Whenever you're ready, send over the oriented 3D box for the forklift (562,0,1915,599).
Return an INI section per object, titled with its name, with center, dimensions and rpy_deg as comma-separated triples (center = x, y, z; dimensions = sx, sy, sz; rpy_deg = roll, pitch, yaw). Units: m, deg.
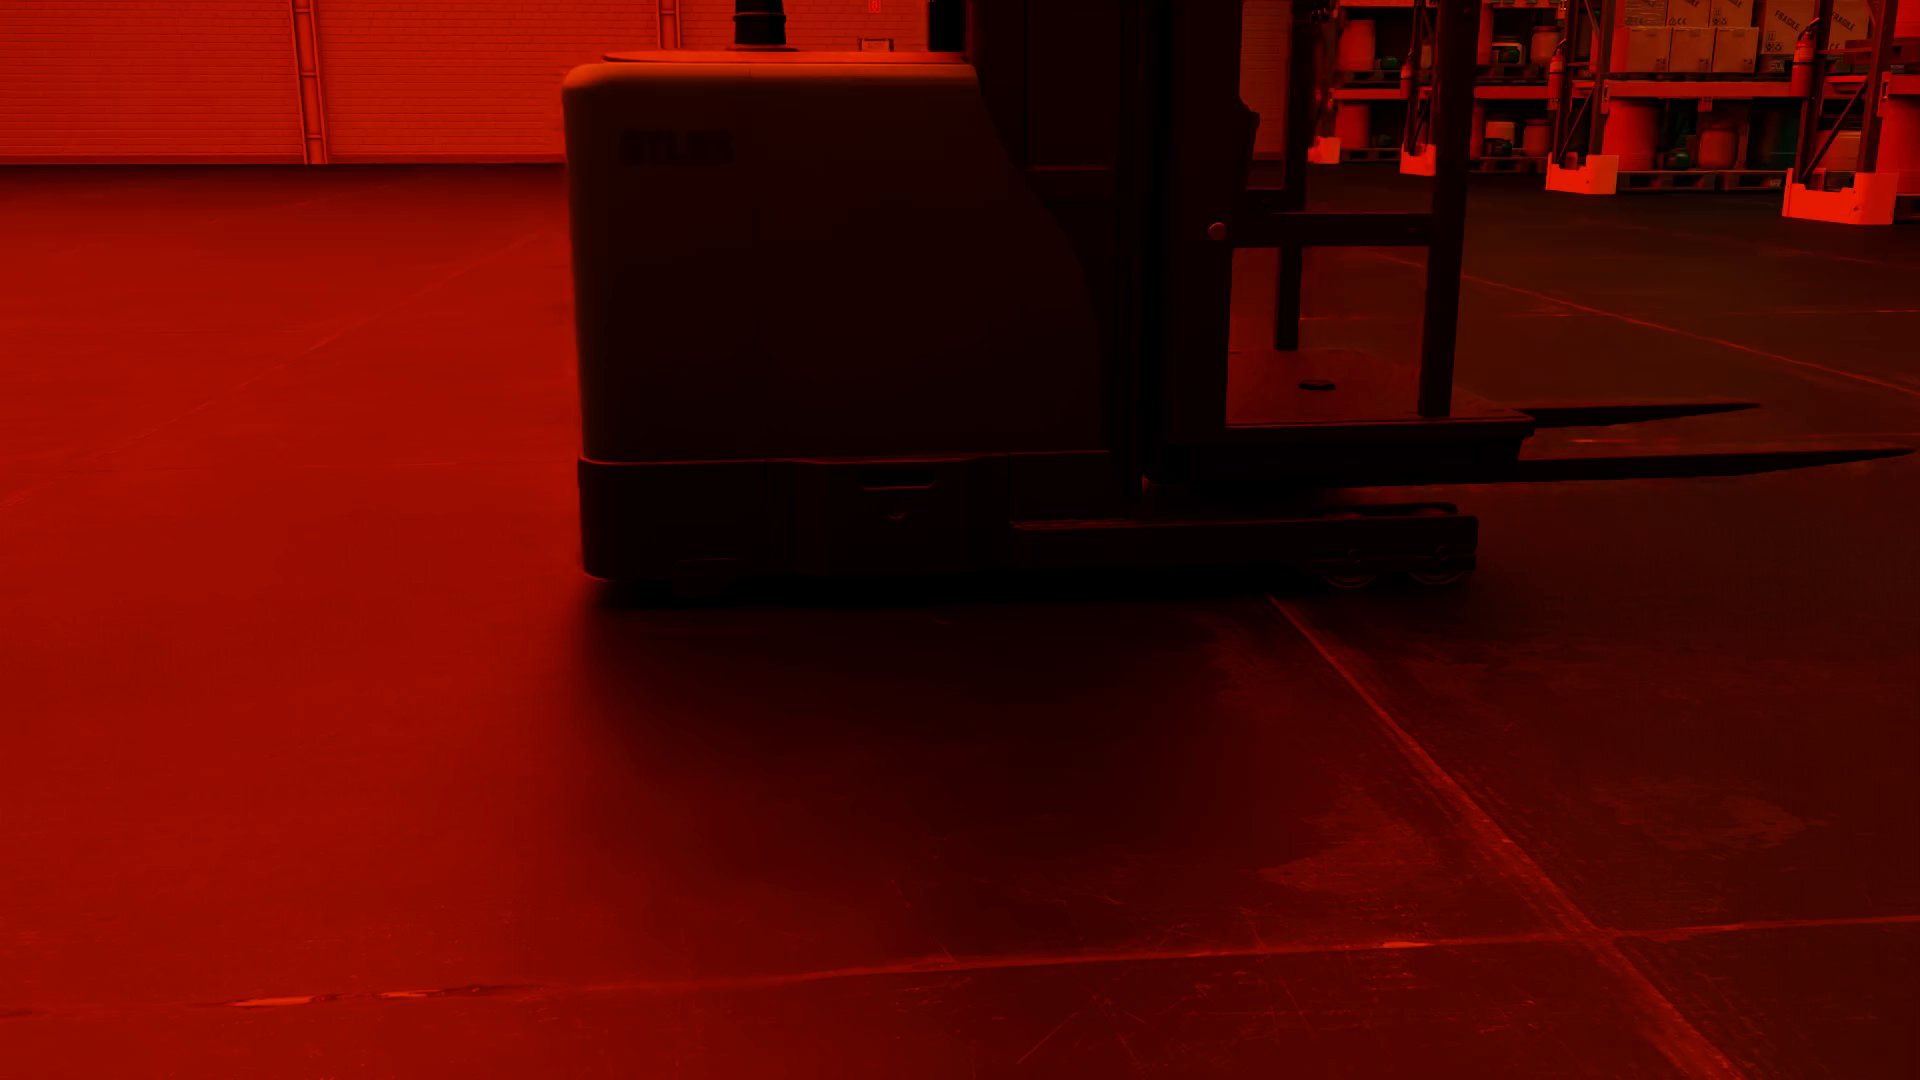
[forklift]
center = 0.672, -1.445, 3.666
dimensions = 3.031, 2.935, 1.130
rpy_deg = -2, 15, -7
